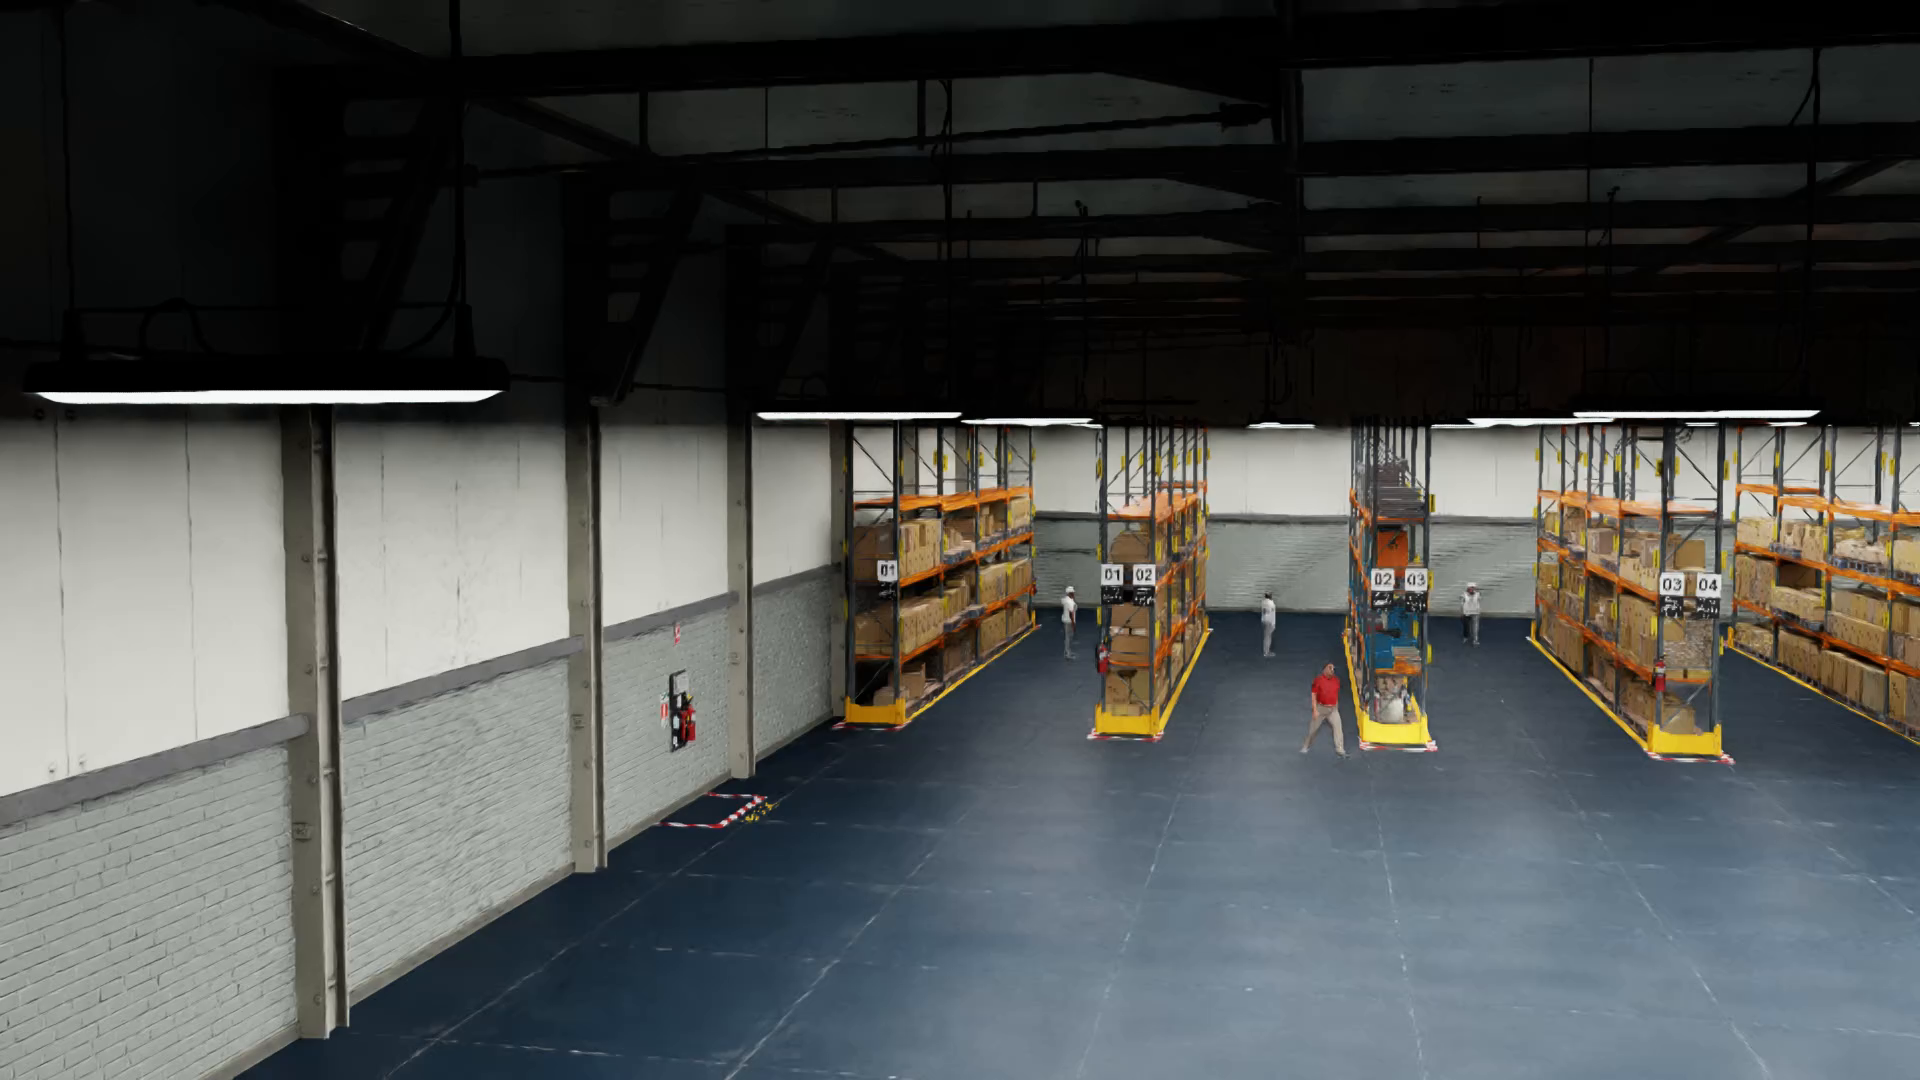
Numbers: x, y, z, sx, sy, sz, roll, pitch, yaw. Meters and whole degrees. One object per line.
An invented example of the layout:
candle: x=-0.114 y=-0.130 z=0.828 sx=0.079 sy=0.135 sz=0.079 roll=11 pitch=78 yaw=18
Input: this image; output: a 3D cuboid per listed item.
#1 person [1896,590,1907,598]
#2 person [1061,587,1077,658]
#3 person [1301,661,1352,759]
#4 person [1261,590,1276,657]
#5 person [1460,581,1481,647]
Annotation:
person: x=24.059 y=1.987 z=42.655 sx=0.519 sy=1.790 sz=0.639 roll=0 pitch=4 yaw=4
person: x=2.781 y=2.050 z=41.664 sx=0.455 sy=1.763 sz=0.650 roll=-1 pitch=4 yaw=-17
person: x=6.351 y=2.944 z=28.945 sx=0.602 sy=1.693 sz=0.959 roll=-1 pitch=4 yaw=-16
person: x=7.787 y=2.088 z=41.836 sx=0.404 sy=1.681 sz=0.542 roll=-1 pitch=4 yaw=-21
person: x=13.504 y=1.939 z=44.007 sx=0.542 sy=1.705 sz=1.120 roll=1 pitch=4 yaw=14
